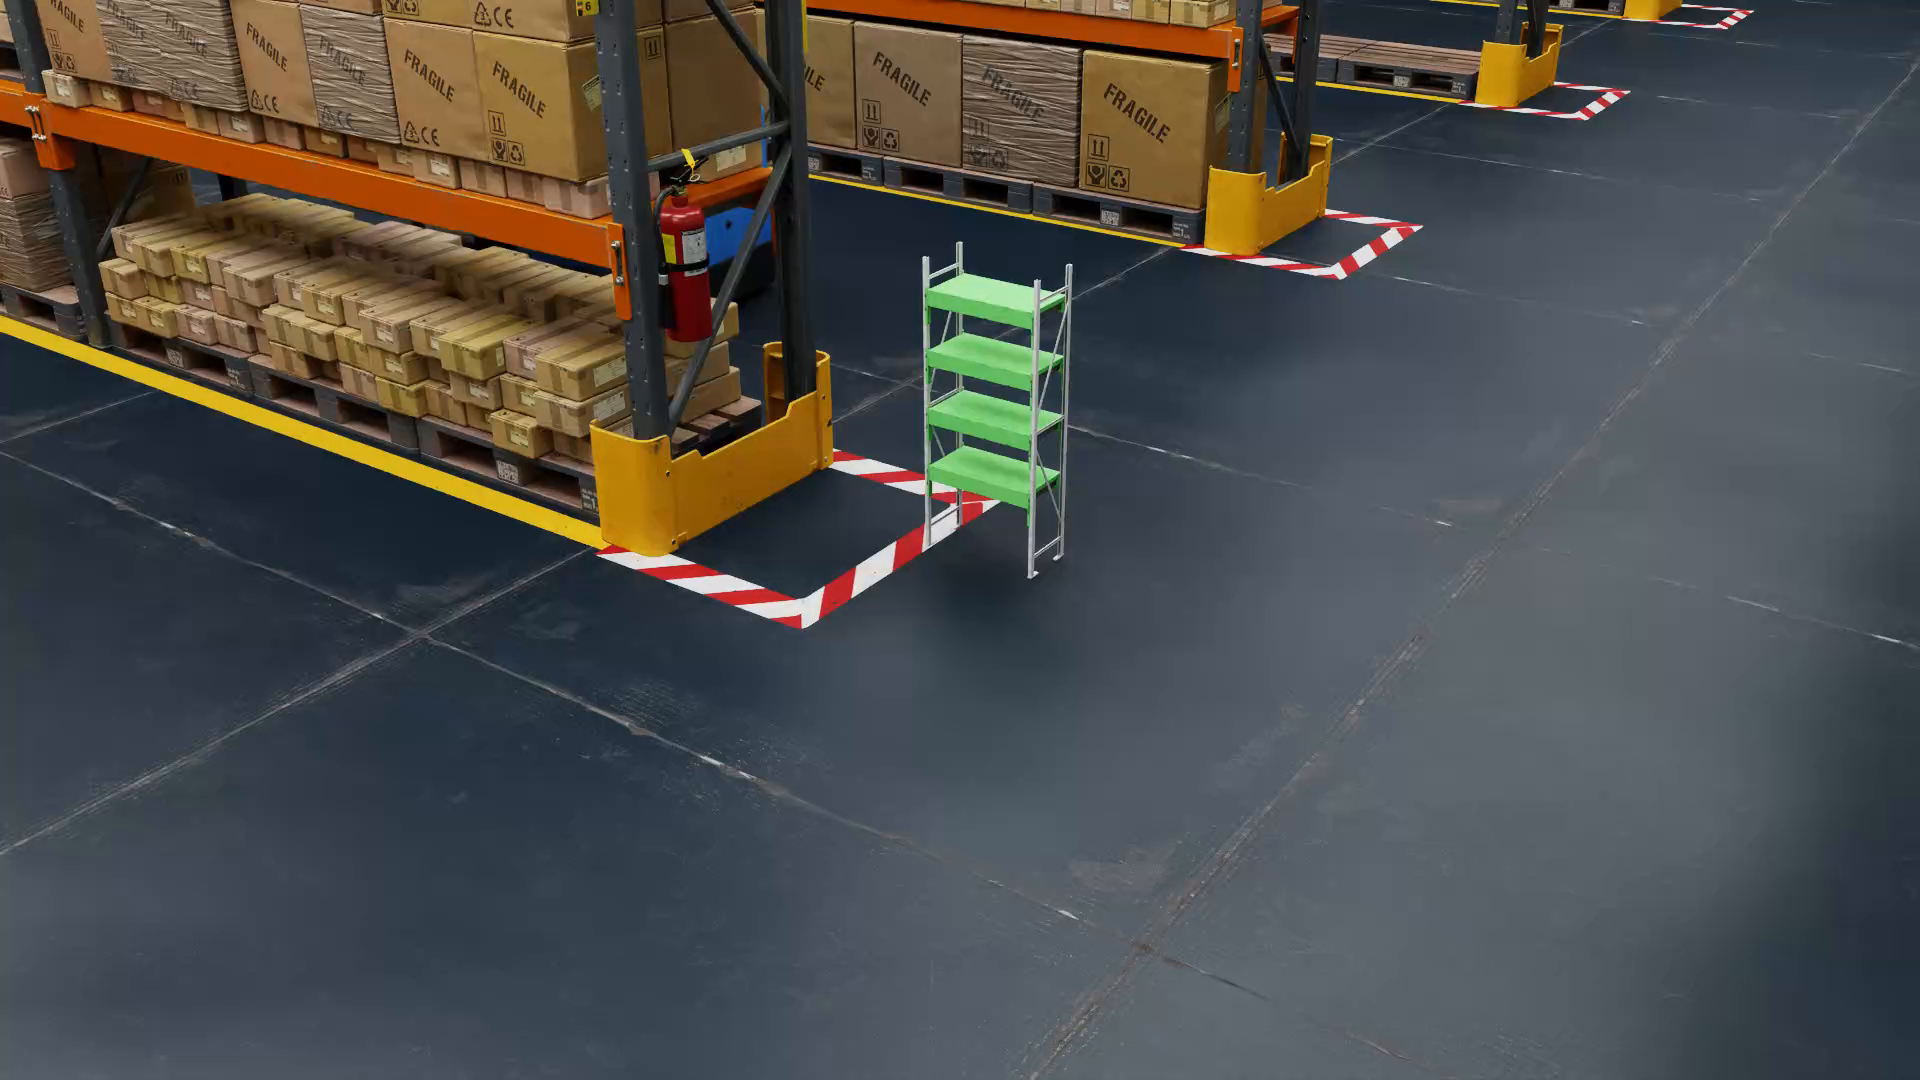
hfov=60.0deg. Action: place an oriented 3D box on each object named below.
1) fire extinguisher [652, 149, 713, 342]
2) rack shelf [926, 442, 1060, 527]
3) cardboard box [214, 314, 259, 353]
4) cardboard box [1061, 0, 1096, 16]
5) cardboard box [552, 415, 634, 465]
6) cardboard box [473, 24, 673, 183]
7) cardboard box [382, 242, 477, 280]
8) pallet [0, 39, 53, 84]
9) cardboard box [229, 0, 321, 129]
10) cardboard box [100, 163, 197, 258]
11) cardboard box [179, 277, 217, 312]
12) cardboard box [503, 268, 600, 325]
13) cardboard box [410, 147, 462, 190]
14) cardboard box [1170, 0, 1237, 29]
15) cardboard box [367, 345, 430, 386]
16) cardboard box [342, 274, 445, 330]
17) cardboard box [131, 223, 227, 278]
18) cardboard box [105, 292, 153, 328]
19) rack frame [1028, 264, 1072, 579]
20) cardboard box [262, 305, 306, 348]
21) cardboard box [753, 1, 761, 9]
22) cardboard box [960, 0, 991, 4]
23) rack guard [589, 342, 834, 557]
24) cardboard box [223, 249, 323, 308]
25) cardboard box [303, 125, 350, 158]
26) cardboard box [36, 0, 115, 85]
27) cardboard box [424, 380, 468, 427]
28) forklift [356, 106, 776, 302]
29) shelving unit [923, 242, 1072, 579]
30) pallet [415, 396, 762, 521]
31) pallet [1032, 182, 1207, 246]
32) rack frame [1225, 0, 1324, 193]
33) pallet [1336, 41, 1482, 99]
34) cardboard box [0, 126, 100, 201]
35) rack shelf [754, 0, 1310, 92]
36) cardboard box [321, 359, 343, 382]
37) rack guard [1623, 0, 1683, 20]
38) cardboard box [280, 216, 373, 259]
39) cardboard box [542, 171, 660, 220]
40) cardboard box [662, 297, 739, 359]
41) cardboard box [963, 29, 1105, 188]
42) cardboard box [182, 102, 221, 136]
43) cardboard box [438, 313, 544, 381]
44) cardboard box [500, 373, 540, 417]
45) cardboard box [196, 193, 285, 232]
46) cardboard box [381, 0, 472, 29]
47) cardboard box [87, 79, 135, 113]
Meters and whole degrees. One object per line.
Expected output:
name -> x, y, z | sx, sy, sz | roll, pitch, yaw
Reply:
fire extinguisher -> -1.003, -1.062, 6.025 | 0.183, 0.674, 0.296 | 17, 32, 30
rack shelf -> 0.136, -0.221, 6.532 | 0.480, 0.148, 0.258 | 17, 32, 30
cardboard box -> -3.437, -1.070, 8.226 | 0.250, 0.149, 0.380 | 17, 31, 29
cardboard box -> 0.834, -3.380, 10.361 | 0.250, 0.149, 0.380 | 18, 32, 31
cardboard box -> -1.501, -0.473, 7.053 | 0.250, 0.149, 0.380 | 18, 32, 31
cardboard box -> -1.466, -1.696, 6.337 | 0.500, 0.500, 0.500 | 18, 32, 31
cardboard box -> -2.546, -1.302, 8.026 | 0.250, 0.149, 0.380 | 17, 32, 30
pallet -> -4.794, -2.692, 8.944 | 1.213, 0.211, 1.003 | 17, 32, 30
cardboard box -> -2.716, -2.089, 7.108 | 0.500, 0.500, 0.500 | 19, 33, 33
cardboard box -> -4.706, -1.889, 9.447 | 0.500, 0.500, 0.500 | 19, 32, 32
cardboard box -> -3.648, -1.283, 8.315 | 0.250, 0.149, 0.380 | 17, 32, 30
cardboard box -> -1.871, -1.114, 7.656 | 0.250, 0.149, 0.380 | 16, 31, 28
cardboard box -> -2.001, -1.559, 6.783 | 0.250, 0.149, 0.380 | 18, 32, 32
cardboard box -> 1.462, -3.184, 9.977 | 0.250, 0.149, 0.380 | 18, 32, 31
cardboard box -> -2.410, -0.838, 7.443 | 0.250, 0.149, 0.380 | 18, 32, 31
cardboard box -> -2.574, -1.075, 7.579 | 0.250, 0.149, 0.380 | 16, 31, 29
cardboard box -> -3.886, -1.450, 8.316 | 0.250, 0.149, 0.380 | 19, 33, 33
cardboard box -> -4.128, -1.230, 8.539 | 0.250, 0.149, 0.380 | 16, 31, 28
rack frame -> 0.338, -0.430, 6.271 | 0.015, 1.200, 0.240 | 17, 32, 30
cardboard box -> -3.042, -1.044, 7.847 | 0.250, 0.149, 0.380 | 17, 32, 30
cardboard box -> -1.894, -3.752, 12.695 | 0.875, 0.875, 1.225 | 17, 32, 30
cardboard box -> 0.202, -3.577, 10.748 | 0.250, 0.149, 0.380 | 18, 32, 31
rack guard -> -1.012, -0.405, 6.995 | 0.348, 0.500, 1.175 | 17, 32, 30
cardboard box -> -3.259, -1.249, 7.921 | 0.250, 0.149, 0.380 | 18, 32, 31
cardboard box -> -2.618, -1.791, 7.240 | 0.250, 0.149, 0.380 | 18, 32, 31
cardboard box -> -3.981, -2.482, 7.882 | 0.500, 0.500, 0.500 | 17, 31, 29
cardboard box -> -2.151, -0.660, 7.420 | 0.250, 0.149, 0.380 | 18, 32, 31
forklift -> -2.587, -2.890, 9.197 | 3.031, 2.935, 1.130 | 15, 30, 27
shelving unit -> 0.137, -0.492, 6.394 | 0.503, 1.200, 0.258 | 17, 32, 30
pallet -> -1.662, -0.498, 7.496 | 1.213, 0.211, 1.003 | 17, 32, 30
pallet -> 1.239, -2.261, 10.960 | 1.213, 0.211, 1.003 | 17, 32, 30
rack frame -> 1.942, -3.328, 9.982 | 0.127, 3.000, 1.000 | 17, 32, 30
pallet -> 4.088, -4.163, 14.698 | 1.213, 0.211, 1.003 | 17, 32, 30
cardboard box -> -5.004, -2.031, 8.899 | 0.500, 0.250, 0.500 | 16, 31, 29
rack shelf -> 0.293, -3.521, 11.154 | 4.000, 0.370, 1.077 | 17, 32, 30
cardboard box -> -2.776, -0.873, 7.838 | 0.250, 0.149, 0.380 | 18, 32, 32
rack guard -> 7.491, -5.936, 17.863 | 0.348, 0.500, 1.175 | 17, 32, 30
cardboard box -> -3.194, -1.507, 8.427 | 0.250, 0.149, 0.380 | 18, 32, 32
cardboard box -> -1.378, -1.366, 6.403 | 0.250, 0.149, 0.380 | 17, 32, 30
cardboard box -> -1.189, -0.943, 7.320 | 0.250, 0.149, 0.380 | 16, 31, 28
cardboard box -> 0.619, -2.936, 11.092 | 0.875, 0.875, 0.875 | 17, 32, 30
cardboard box -> -3.302, -1.971, 7.593 | 0.250, 0.149, 0.380 | 18, 32, 31
cardboard box -> -1.989, -0.827, 7.093 | 0.250, 0.149, 0.380 | 17, 31, 29
cardboard box -> -1.731, -0.665, 7.101 | 0.250, 0.149, 0.380 | 16, 31, 29
cardboard box -> -3.806, -1.714, 8.836 | 0.250, 0.149, 0.380 | 18, 32, 32
cardboard box -> -1.885, -2.277, 6.376 | 0.500, 0.500, 0.500 | 16, 31, 29
cardboard box -> -3.943, -2.181, 8.006 | 0.250, 0.149, 0.380 | 18, 32, 32
